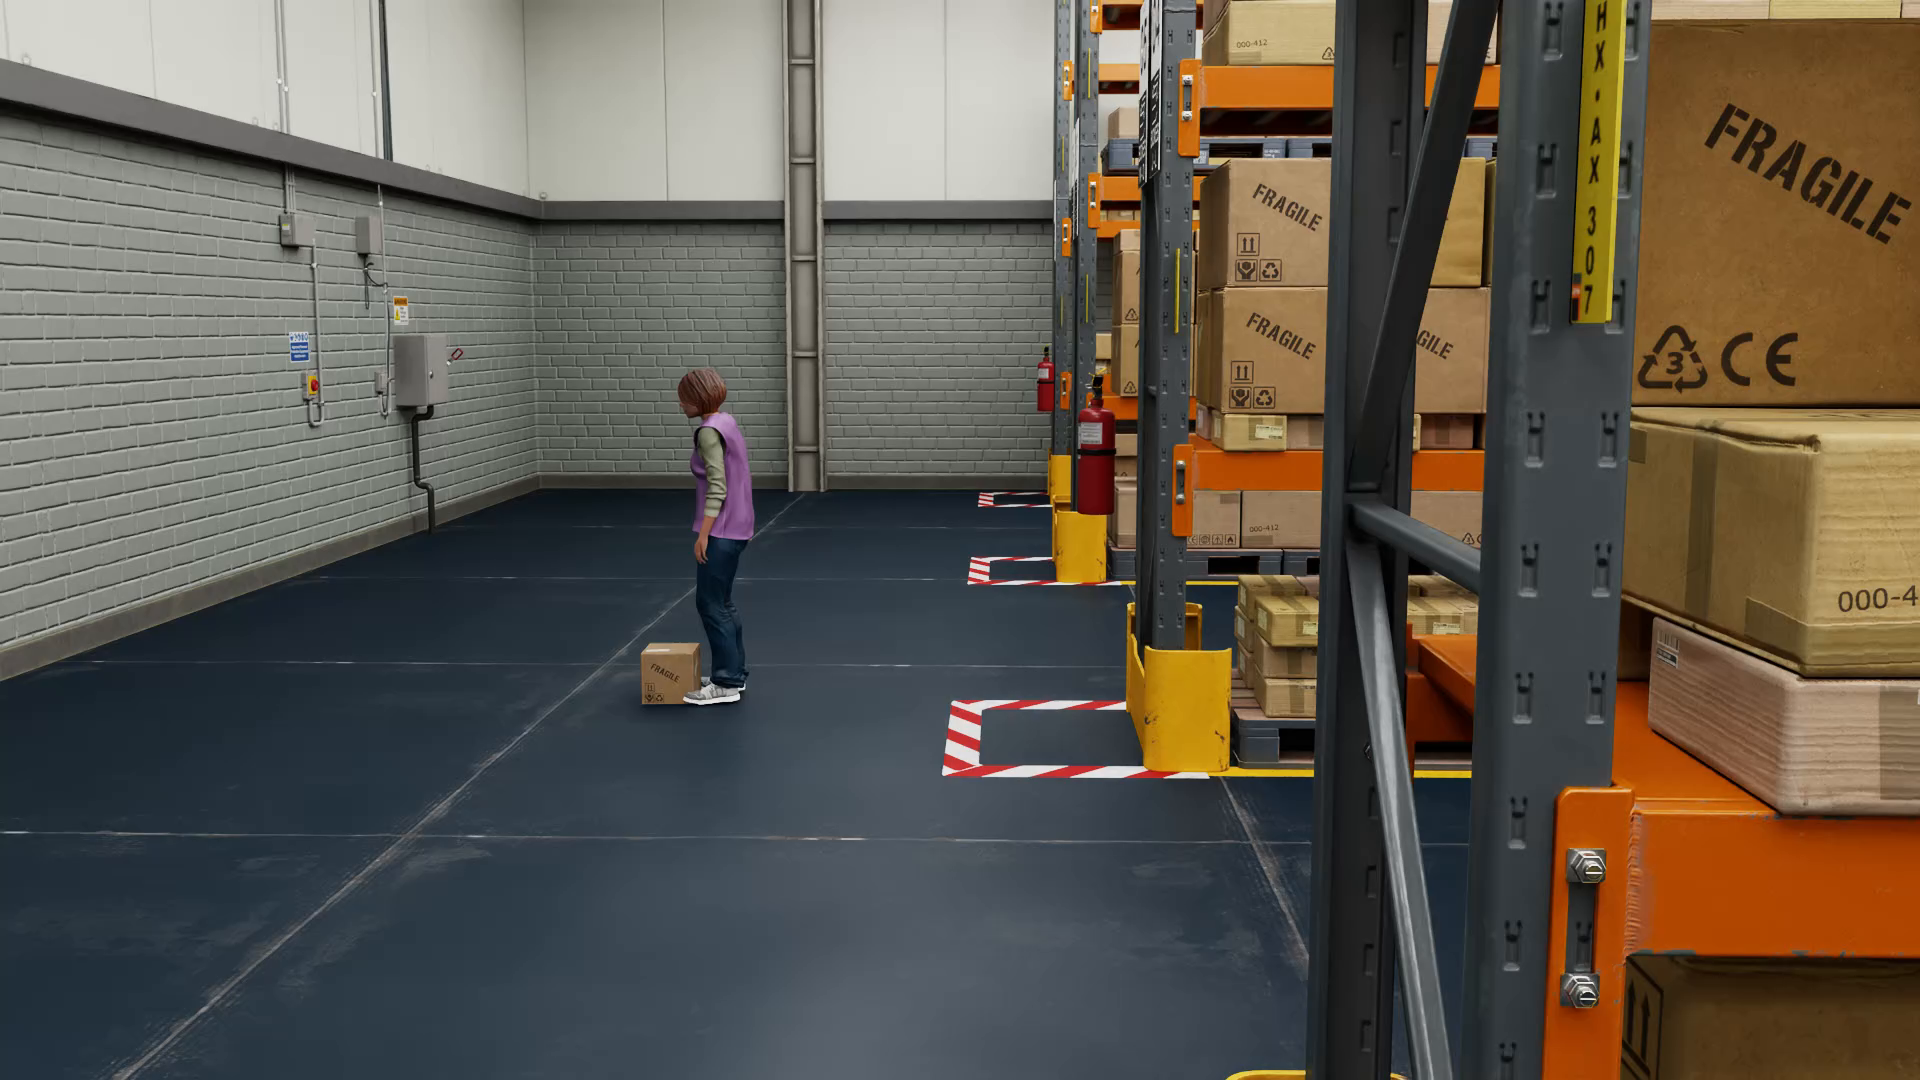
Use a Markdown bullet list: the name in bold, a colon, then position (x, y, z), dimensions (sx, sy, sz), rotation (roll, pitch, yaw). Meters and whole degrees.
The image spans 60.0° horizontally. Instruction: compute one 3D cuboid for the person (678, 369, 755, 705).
- **person**: position (-1.160, -0.019, 7.973), dimensions (0.343, 1.593, 0.461), rotation (0, 7, 2)
